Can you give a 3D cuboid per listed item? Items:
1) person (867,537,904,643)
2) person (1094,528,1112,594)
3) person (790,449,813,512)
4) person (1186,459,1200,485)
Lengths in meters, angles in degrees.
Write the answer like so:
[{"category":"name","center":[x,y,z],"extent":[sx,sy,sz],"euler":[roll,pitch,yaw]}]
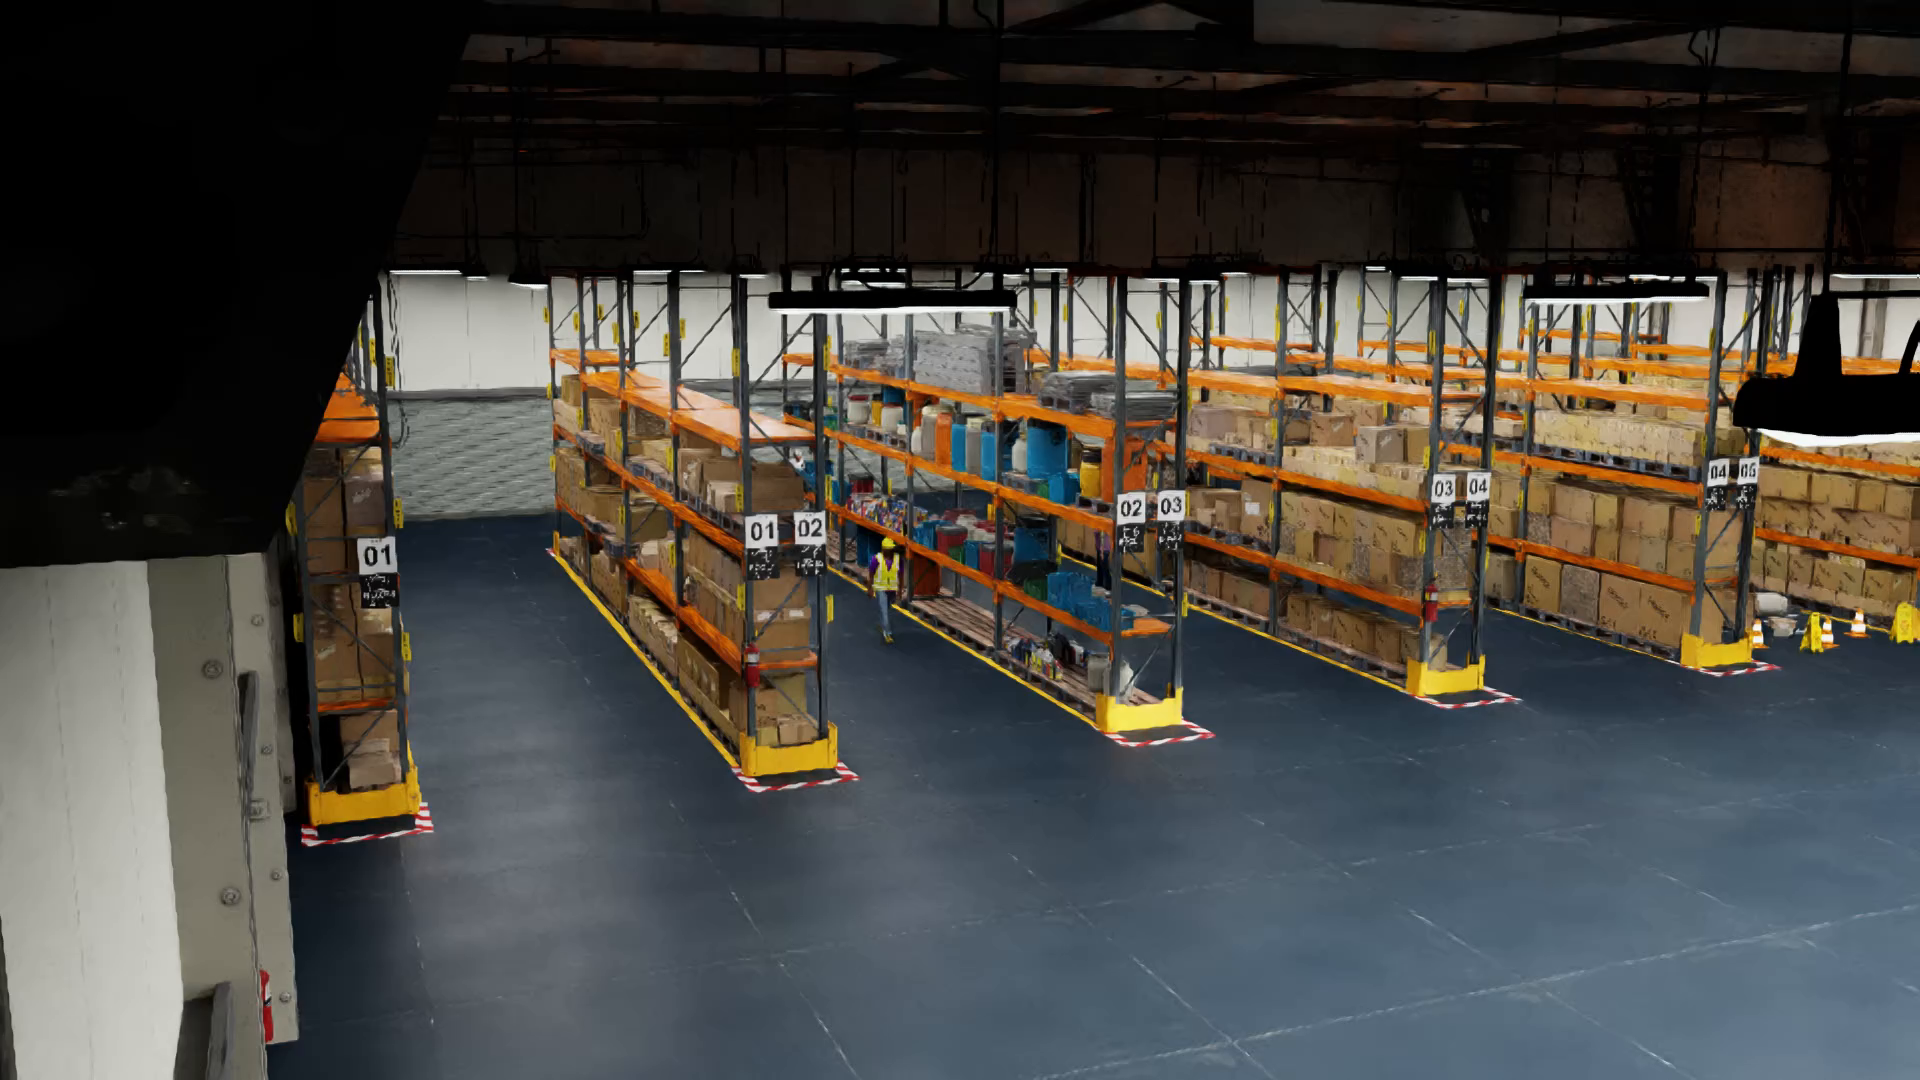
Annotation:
[{"category":"person","center":[-1.181,0.780,27.242],"extent":[0.571,1.689,1.128],"euler":[-4,11,-23]},{"category":"person","center":[2.615,0.200,30.828],"extent":[0.448,1.599,0.467],"euler":[2,10,9]},{"category":"person","center":[-3.946,-1.419,40.115],"extent":[0.505,1.580,1.063],"euler":[-6,12,-30]},{"category":"person","center":[5.277,-1.049,37.875],"extent":[0.677,1.674,0.534],"euler":[-4,11,-23]}]
